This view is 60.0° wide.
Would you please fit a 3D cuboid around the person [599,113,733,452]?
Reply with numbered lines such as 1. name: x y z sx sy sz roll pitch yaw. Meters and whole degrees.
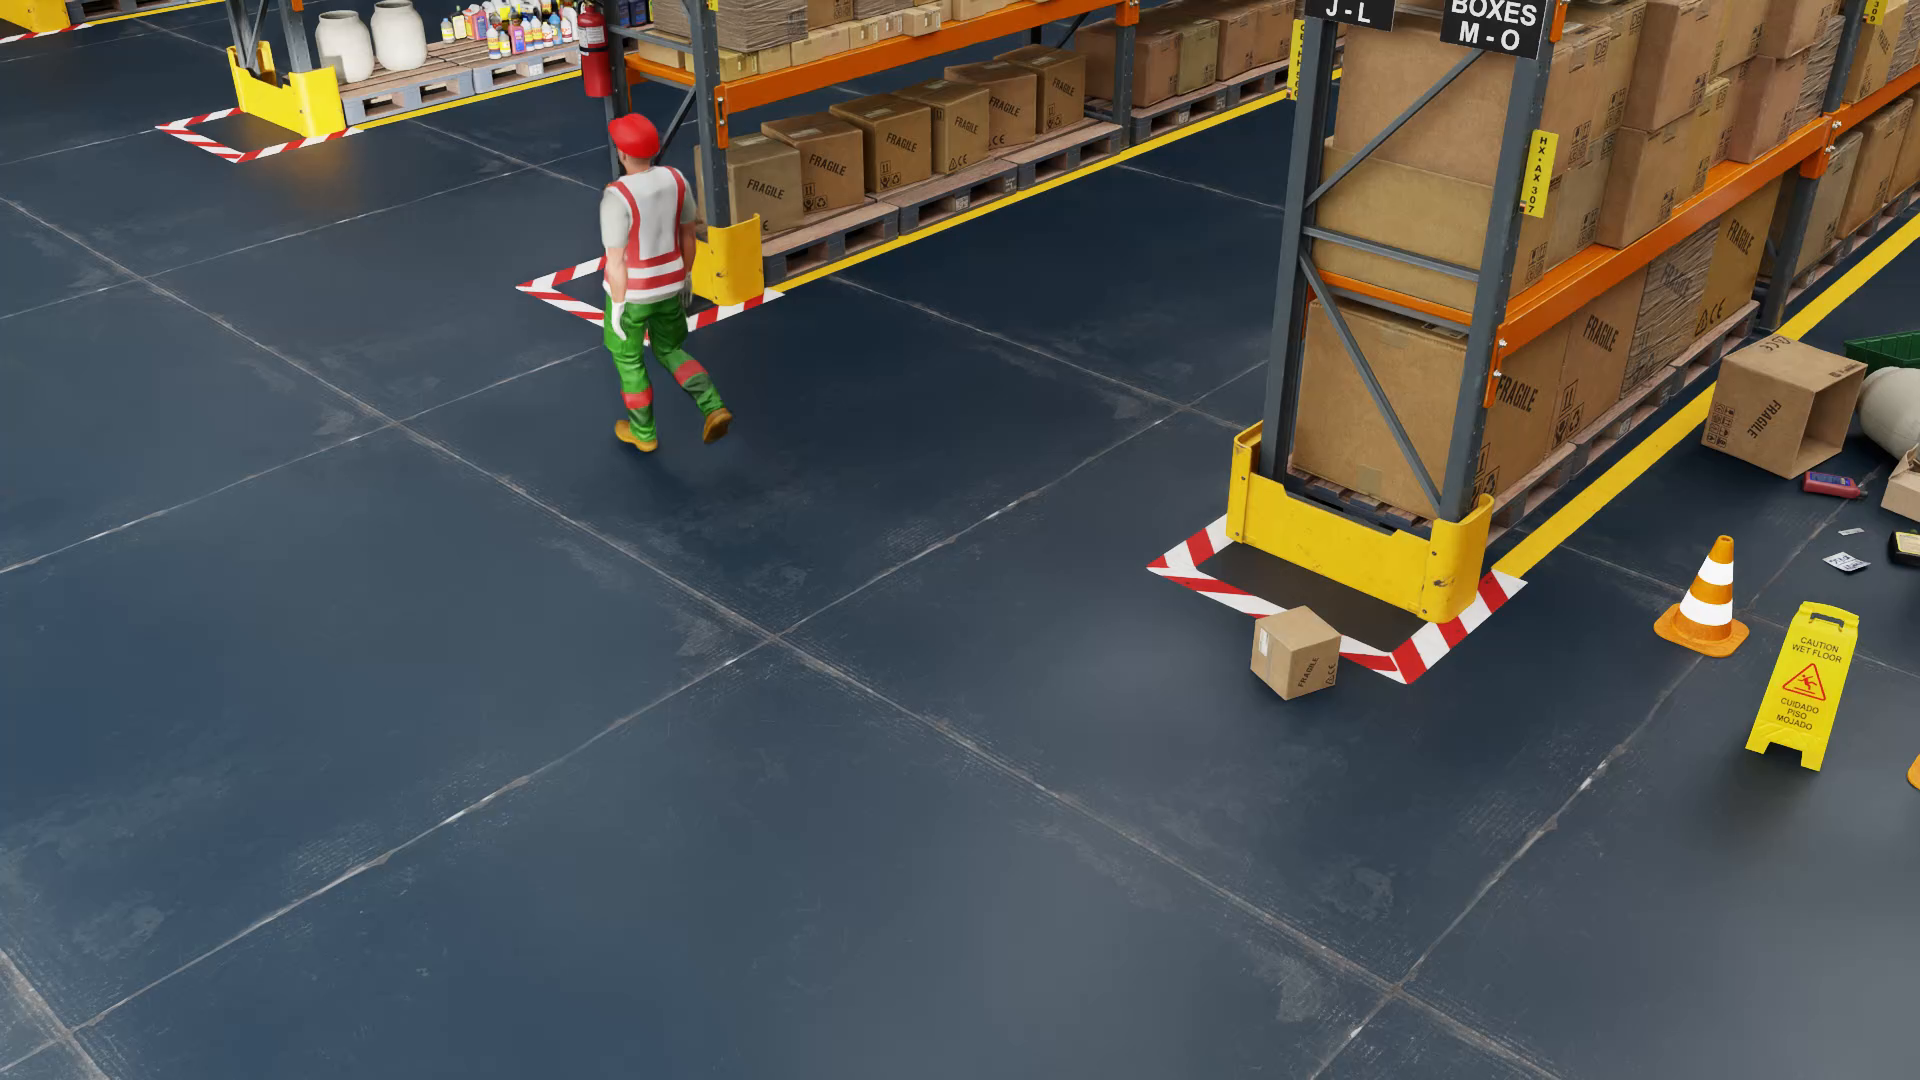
1. person: -1.484 -1.208 8.102 0.772 1.771 0.534 27 40 37
